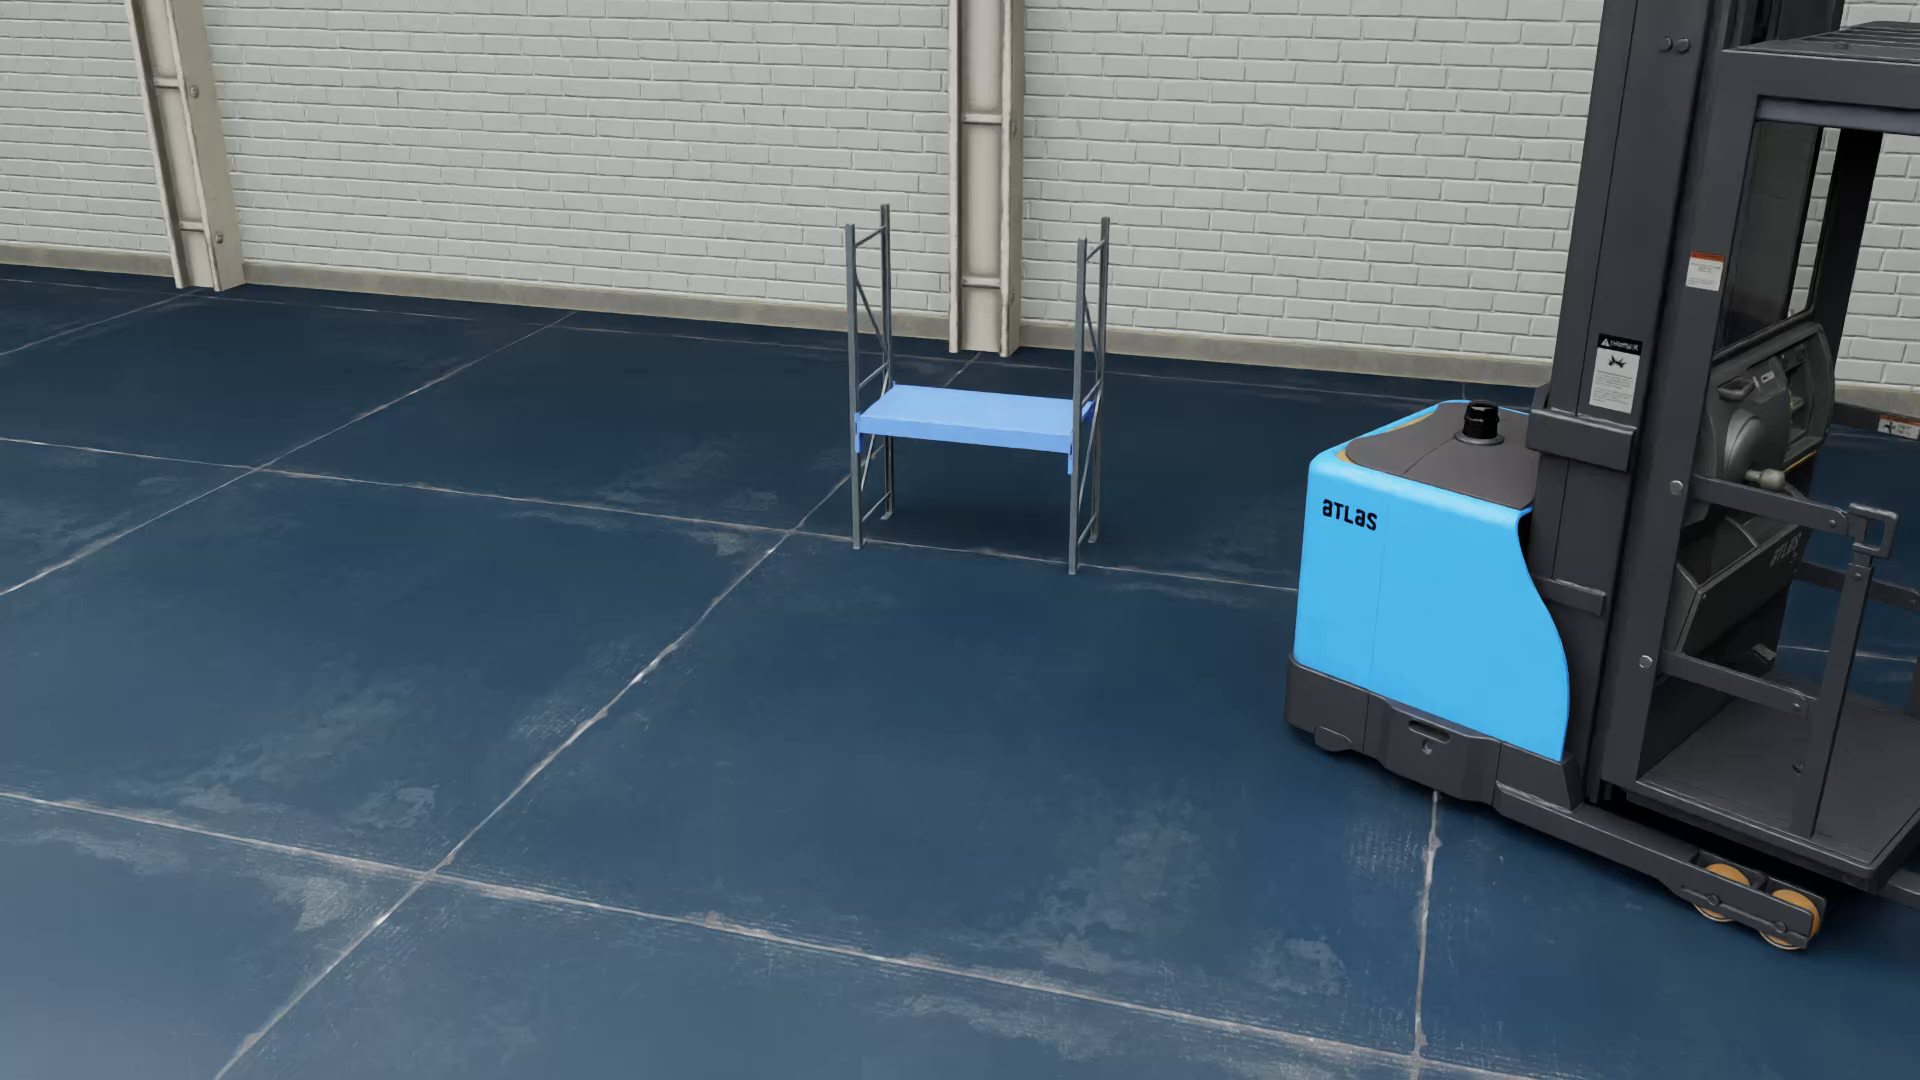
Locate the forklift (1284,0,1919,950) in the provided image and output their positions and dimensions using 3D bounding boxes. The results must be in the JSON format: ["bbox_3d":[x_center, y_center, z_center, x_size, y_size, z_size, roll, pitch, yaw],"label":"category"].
[{"bbox_3d":[2.572,-0.384,4.843,3.031,2.935,1.130,21,30,41],"label":"forklift"}]

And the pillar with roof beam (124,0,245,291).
[{"bbox_3d":[-6.826,-4.503,6.891,0.400,9.000,9.100,7,23,16],"label":"pillar with roof beam"}]

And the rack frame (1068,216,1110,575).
[{"bbox_3d":[0.568,-0.629,7.327,0.032,1.500,0.500,7,23,16],"label":"rack frame"}]

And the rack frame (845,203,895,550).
[{"bbox_3d":[-0.405,-0.740,7.598,0.032,1.500,0.500,7,23,16],"label":"rack frame"}]

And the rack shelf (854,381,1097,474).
[{"bbox_3d":[0.082,-0.518,7.531,1.000,0.185,0.538,7,23,16],"label":"rack shelf"}]

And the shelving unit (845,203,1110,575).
[{"bbox_3d":[0.082,-0.685,7.463,1.048,1.500,0.538,7,23,16],"label":"shelving unit"}]

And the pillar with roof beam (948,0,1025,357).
[{"bbox_3d":[-1.082,-3.846,5.288,0.400,9.000,9.100,7,23,16],"label":"pillar with roof beam"}]
